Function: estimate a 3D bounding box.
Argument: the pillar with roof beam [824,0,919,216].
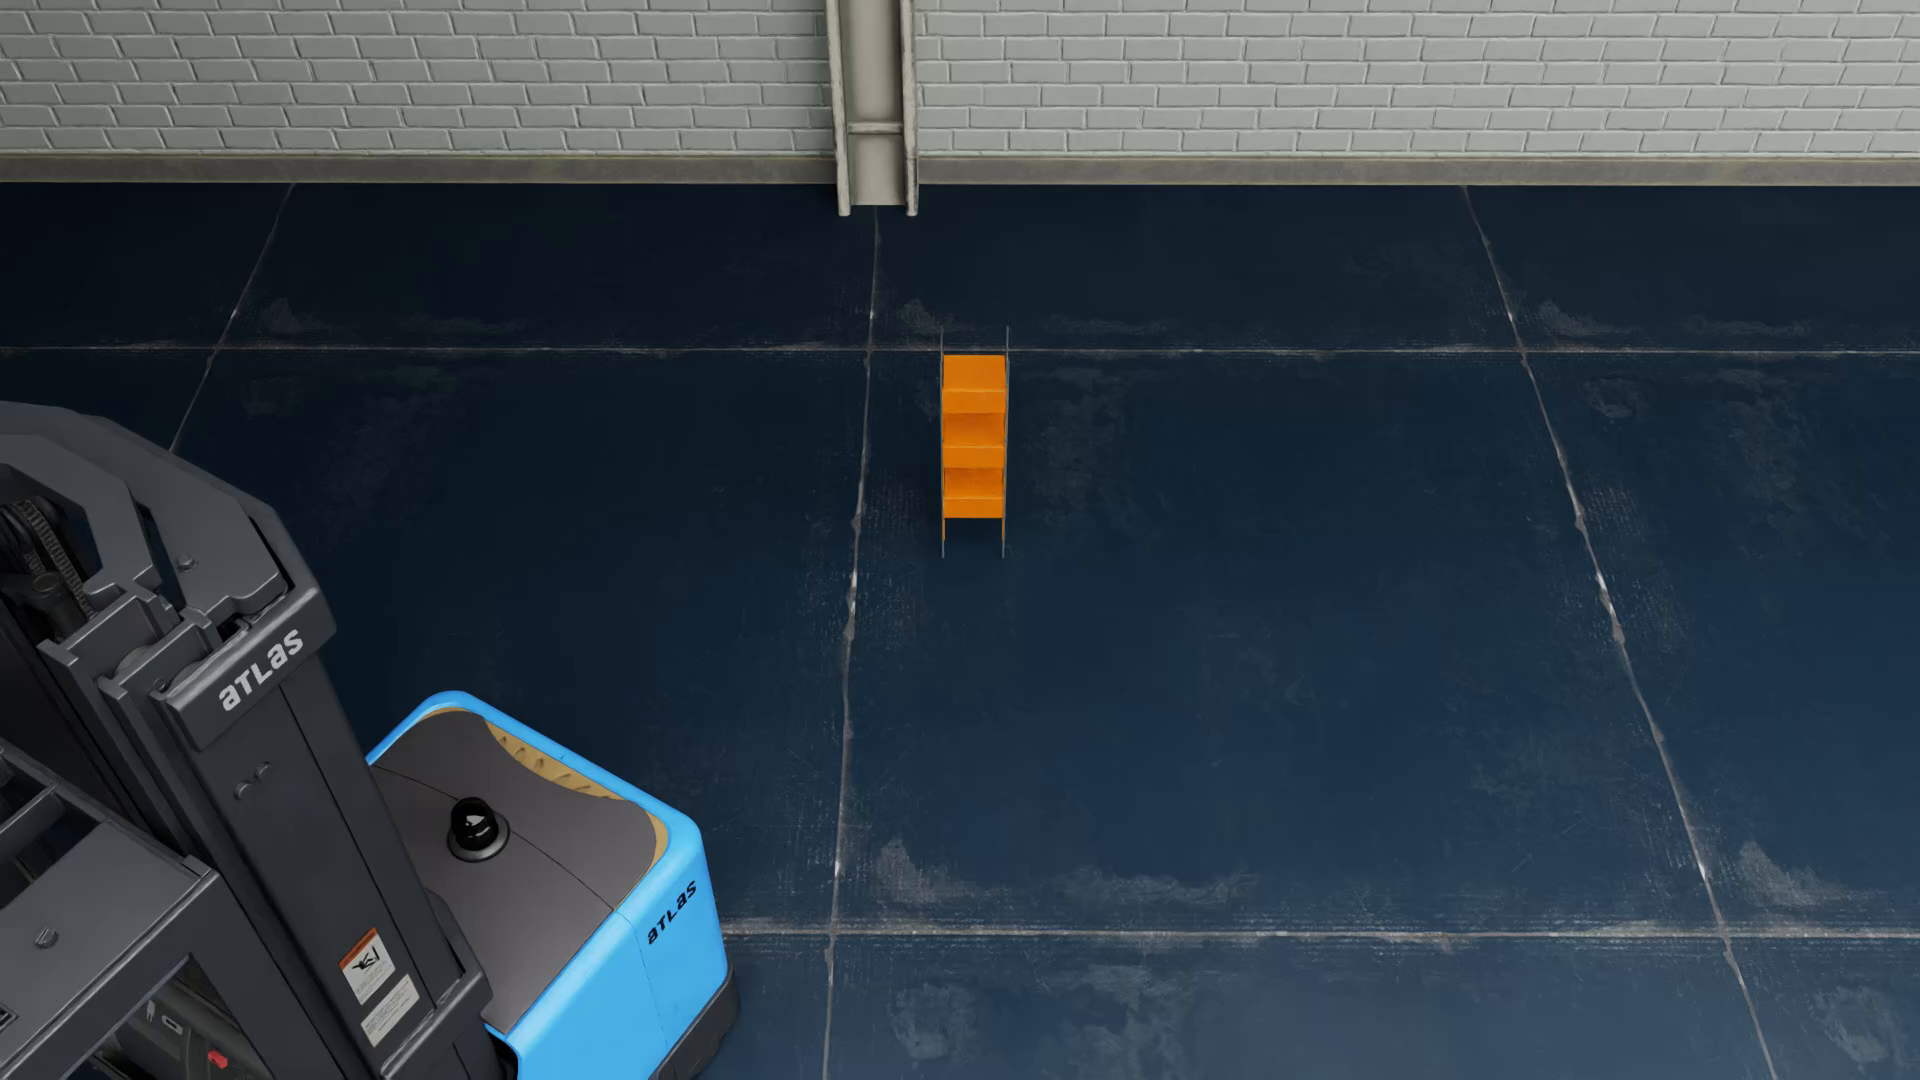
[{"bbox_3d":[-0.428,-1.656,2.225,0.400,9.000,9.100,0,47,0],"label":"pillar with roof beam"}]

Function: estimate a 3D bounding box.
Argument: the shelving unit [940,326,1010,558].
[{"bbox_3d":[0.054,-0.358,6.446,0.252,1.050,0.215,0,47,0],"label":"shelving unit"}]

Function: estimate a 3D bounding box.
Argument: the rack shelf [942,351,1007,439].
[{"bbox_3d":[0.054,-0.544,6.246,0.240,0.259,0.215,0,47,0],"label":"rack shelf"}]

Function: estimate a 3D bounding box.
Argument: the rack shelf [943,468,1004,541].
[{"bbox_3d":[0.054,-0.161,6.658,0.240,0.259,0.215,0,47,0],"label":"rack shelf"}]

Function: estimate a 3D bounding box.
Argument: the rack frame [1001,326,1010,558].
[{"bbox_3d":[0.176,-0.357,6.446,0.008,1.050,0.200,0,47,0],"label":"rack frame"}]

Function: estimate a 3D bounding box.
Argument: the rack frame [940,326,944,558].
[{"bbox_3d":[-0.068,-0.358,6.447,0.008,1.050,0.200,0,47,0],"label":"rack frame"}]

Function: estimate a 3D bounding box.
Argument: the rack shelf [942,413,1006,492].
[{"bbox_3d":[0.054,-0.350,6.454,0.240,0.259,0.215,0,47,0],"label":"rack shelf"}]

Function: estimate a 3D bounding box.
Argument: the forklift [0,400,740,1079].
[{"bbox_3d":[-1.908,1.262,3.654,1.130,2.935,3.031,24,52,21],"label":"forklift"}]
